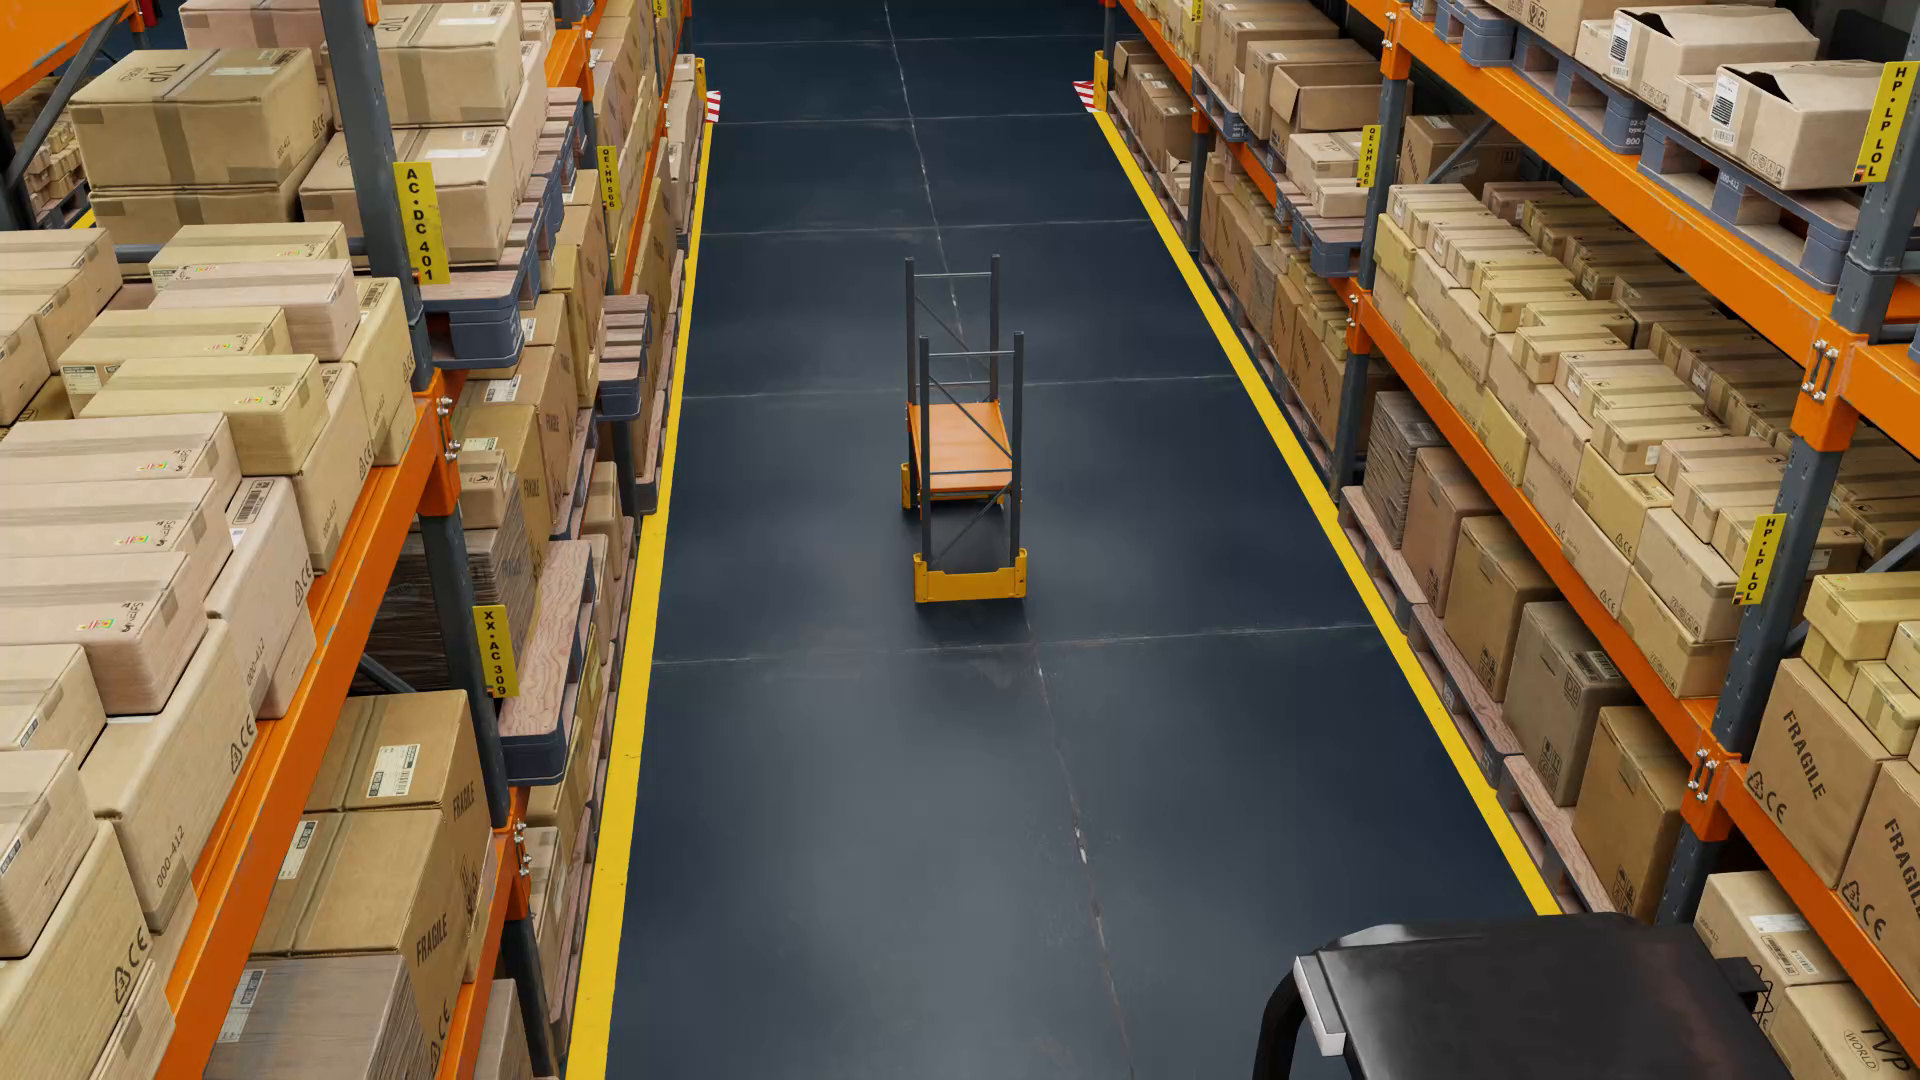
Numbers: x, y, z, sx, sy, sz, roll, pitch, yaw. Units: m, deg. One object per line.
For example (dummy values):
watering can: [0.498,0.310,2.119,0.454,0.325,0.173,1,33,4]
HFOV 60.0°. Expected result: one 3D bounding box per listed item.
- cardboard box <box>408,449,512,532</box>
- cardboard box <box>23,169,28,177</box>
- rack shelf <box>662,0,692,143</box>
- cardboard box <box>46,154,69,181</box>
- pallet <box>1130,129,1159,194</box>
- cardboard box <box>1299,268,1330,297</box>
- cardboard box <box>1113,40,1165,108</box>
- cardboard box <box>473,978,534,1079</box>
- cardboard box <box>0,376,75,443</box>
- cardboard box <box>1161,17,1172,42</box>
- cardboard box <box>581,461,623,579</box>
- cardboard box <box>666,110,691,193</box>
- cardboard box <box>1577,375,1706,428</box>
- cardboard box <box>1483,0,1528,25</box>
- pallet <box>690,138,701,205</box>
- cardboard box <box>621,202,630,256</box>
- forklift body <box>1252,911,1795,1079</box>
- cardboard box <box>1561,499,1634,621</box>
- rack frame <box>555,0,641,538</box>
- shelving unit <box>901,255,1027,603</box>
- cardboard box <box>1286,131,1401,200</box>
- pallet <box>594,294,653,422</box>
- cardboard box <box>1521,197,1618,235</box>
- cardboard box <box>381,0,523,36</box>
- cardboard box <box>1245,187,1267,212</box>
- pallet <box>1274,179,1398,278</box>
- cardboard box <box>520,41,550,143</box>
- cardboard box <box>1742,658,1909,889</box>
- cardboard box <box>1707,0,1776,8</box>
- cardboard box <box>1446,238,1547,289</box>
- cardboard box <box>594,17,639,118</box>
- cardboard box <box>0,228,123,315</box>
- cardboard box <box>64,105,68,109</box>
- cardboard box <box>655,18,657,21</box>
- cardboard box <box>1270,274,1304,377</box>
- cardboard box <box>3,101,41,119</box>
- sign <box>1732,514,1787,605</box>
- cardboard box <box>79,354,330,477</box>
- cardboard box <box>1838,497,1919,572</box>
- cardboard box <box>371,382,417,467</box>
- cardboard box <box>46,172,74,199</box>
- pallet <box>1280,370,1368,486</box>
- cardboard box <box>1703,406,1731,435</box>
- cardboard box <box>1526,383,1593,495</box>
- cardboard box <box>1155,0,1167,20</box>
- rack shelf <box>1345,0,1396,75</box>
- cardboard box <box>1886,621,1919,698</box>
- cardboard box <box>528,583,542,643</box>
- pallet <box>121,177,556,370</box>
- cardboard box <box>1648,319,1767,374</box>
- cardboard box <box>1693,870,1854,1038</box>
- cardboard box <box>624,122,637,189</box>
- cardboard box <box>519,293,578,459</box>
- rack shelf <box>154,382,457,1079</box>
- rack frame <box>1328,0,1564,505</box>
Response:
cardboard box: [-1.607,-0.152,5.150,0.380,0.149,0.250,-3,31,-5]
cardboard box: [-7.494,-2.861,12.906,0.380,0.149,0.250,-4,31,-6]
rack shelf: [-2.850,-4.063,13.828,1.077,0.370,4.000,-3,31,-5]
cardboard box: [-7.454,-3.005,13.436,0.380,0.149,0.250,-3,31,-5]
pallet: [2.098,-3.368,14.683,1.003,0.211,1.213,-3,31,-5]
cardboard box: [2.338,-1.585,10.374,0.380,0.149,0.250,-2,31,-3]
cardboard box: [1.868,-4.424,15.756,0.797,0.503,0.637,-4,31,-7]
cardboard box: [-1.593,1.702,5.017,0.500,0.500,0.500,-3,31,-5]
cardboard box: [-2.089,-0.116,3.451,0.500,0.250,0.500,-3,31,-5]
cardboard box: [1.854,-4.161,13.535,0.380,0.149,0.250,-3,31,-5]
cardboard box: [-2.246,-0.071,8.597,0.950,0.372,0.625,-5,31,-8]
cardboard box: [-2.699,-3.213,13.794,0.875,0.438,0.875,-4,31,-6]
cardboard box: [2.642,-0.514,6.455,0.380,0.149,0.250,-3,31,-6]
cardboard box: [2.624,-2.467,6.926,0.700,0.500,0.500,-3,31,-6]
pallet: [-2.773,-3.169,14.350,1.003,0.211,1.213,-3,31,-5]
cardboard box: [-2.150,-1.767,9.429,0.500,0.250,0.500,-4,31,-6]
forklift body: [1.406,2.020,3.770,2.313,2.155,1.214,-3,31,-5]
cardboard box: [2.666,0.058,6.375,0.500,0.250,0.500,-3,31,-5]
rack frame: [-2.289,-1.308,8.515,1.000,3.000,0.127,-3,31,-5]
shelving unit: [0.007,-0.605,8.800,0.587,1.500,1.083,-3,31,-5]
cardboard box: [2.232,-2.187,9.723,0.500,0.250,0.500,-4,31,-7]
pallet: [-2.116,-0.867,7.963,1.213,0.211,1.003,-3,31,-5]
cardboard box: [3.020,-1.585,8.248,0.380,0.149,0.250,-2,31,-3]
cardboard box: [-2.118,-1.863,6.418,0.797,0.503,0.637,-3,31,-5]
cardboard box: [2.225,-2.372,11.692,0.380,0.149,0.250,-3,31,-5]
pallet: [2.519,-1.808,9.539,1.213,0.211,1.003,-3,31,-5]
cardboard box: [-1.688,-1.502,5.651,0.500,0.250,0.500,-3,31,-5]
cardboard box: [2.808,0.691,5.071,0.500,0.500,0.500,-4,31,-6]
cardboard box: [3.021,-2.130,6.686,0.380,0.166,0.250,-3,31,-5]
cardboard box: [2.502,-1.293,7.760,0.380,0.149,0.250,-2,31,-4]
cardboard box: [-2.224,-2.819,9.972,0.500,0.500,0.500,-2,31,-4]
cardboard box: [-2.211,-0.612,3.891,0.380,0.149,0.250,-3,31,-5]
cardboard box: [-7.576,-3.665,14.251,0.380,0.149,0.250,-4,31,-7]
cardboard box: [-2.466,-4.077,12.078,0.500,0.500,0.500,-3,31,-4]
cardboard box: [2.311,-1.384,10.669,0.500,0.500,0.500,-1,31,-2]
cardboard box: [-8.098,-3.639,14.208,0.380,0.149,0.250,-4,31,-7]
sign: [2.487,0.062,5.169,0.100,0.325,0.005,-3,31,-5]
cardboard box: [-1.478,-0.244,3.276,0.380,0.149,0.250,-2,31,-3]
cardboard box: [3.207,-0.017,5.623,0.380,0.149,0.250,-3,31,-6]
cardboard box: [-1.582,-0.299,4.146,0.380,0.149,0.250,-3,31,-4]
cardboard box: [-7.458,-2.880,13.517,0.380,0.149,0.250,-4,31,-6]
pallet: [2.620,-0.734,10.272,1.003,0.211,1.213,-3,31,-5]
cardboard box: [3.160,-0.447,6.732,0.500,0.250,0.500,-3,31,-6]
cardboard box: [2.629,-0.418,6.683,0.500,0.250,0.500,-2,31,-4]
cardboard box: [1.893,-4.412,13.567,0.500,0.250,0.500,-3,31,-5]
rack shelf: [2.466,-3.548,10.041,1.077,0.370,4.000,-3,31,-5]
cardboard box: [2.893,0.351,4.718,0.380,0.149,0.250,-2,31,-4]
cardboard box: [-1.667,0.236,5.764,0.380,0.149,0.250,-2,31,-4]
pallet: [-1.867,-0.793,4.911,1.213,0.211,1.003,-3,31,-5]
cardboard box: [3.111,-0.797,6.930,0.380,0.149,0.250,-2,31,-4]
cardboard box: [2.759,1.327,5.400,0.500,0.250,0.500,-3,31,-5]
cardboard box: [-2.172,-2.248,9.747,0.500,0.250,0.500,-3,31,-5]
cardboard box: [-1.812,-0.640,6.600,0.500,0.500,0.500,-4,31,-7]
rack shelf: [-1.729,0.776,2.802,1.077,0.370,4.000,-3,31,-5]
rack frame: [2.652,-1.548,8.916,1.000,3.000,0.127,-3,31,-5]
